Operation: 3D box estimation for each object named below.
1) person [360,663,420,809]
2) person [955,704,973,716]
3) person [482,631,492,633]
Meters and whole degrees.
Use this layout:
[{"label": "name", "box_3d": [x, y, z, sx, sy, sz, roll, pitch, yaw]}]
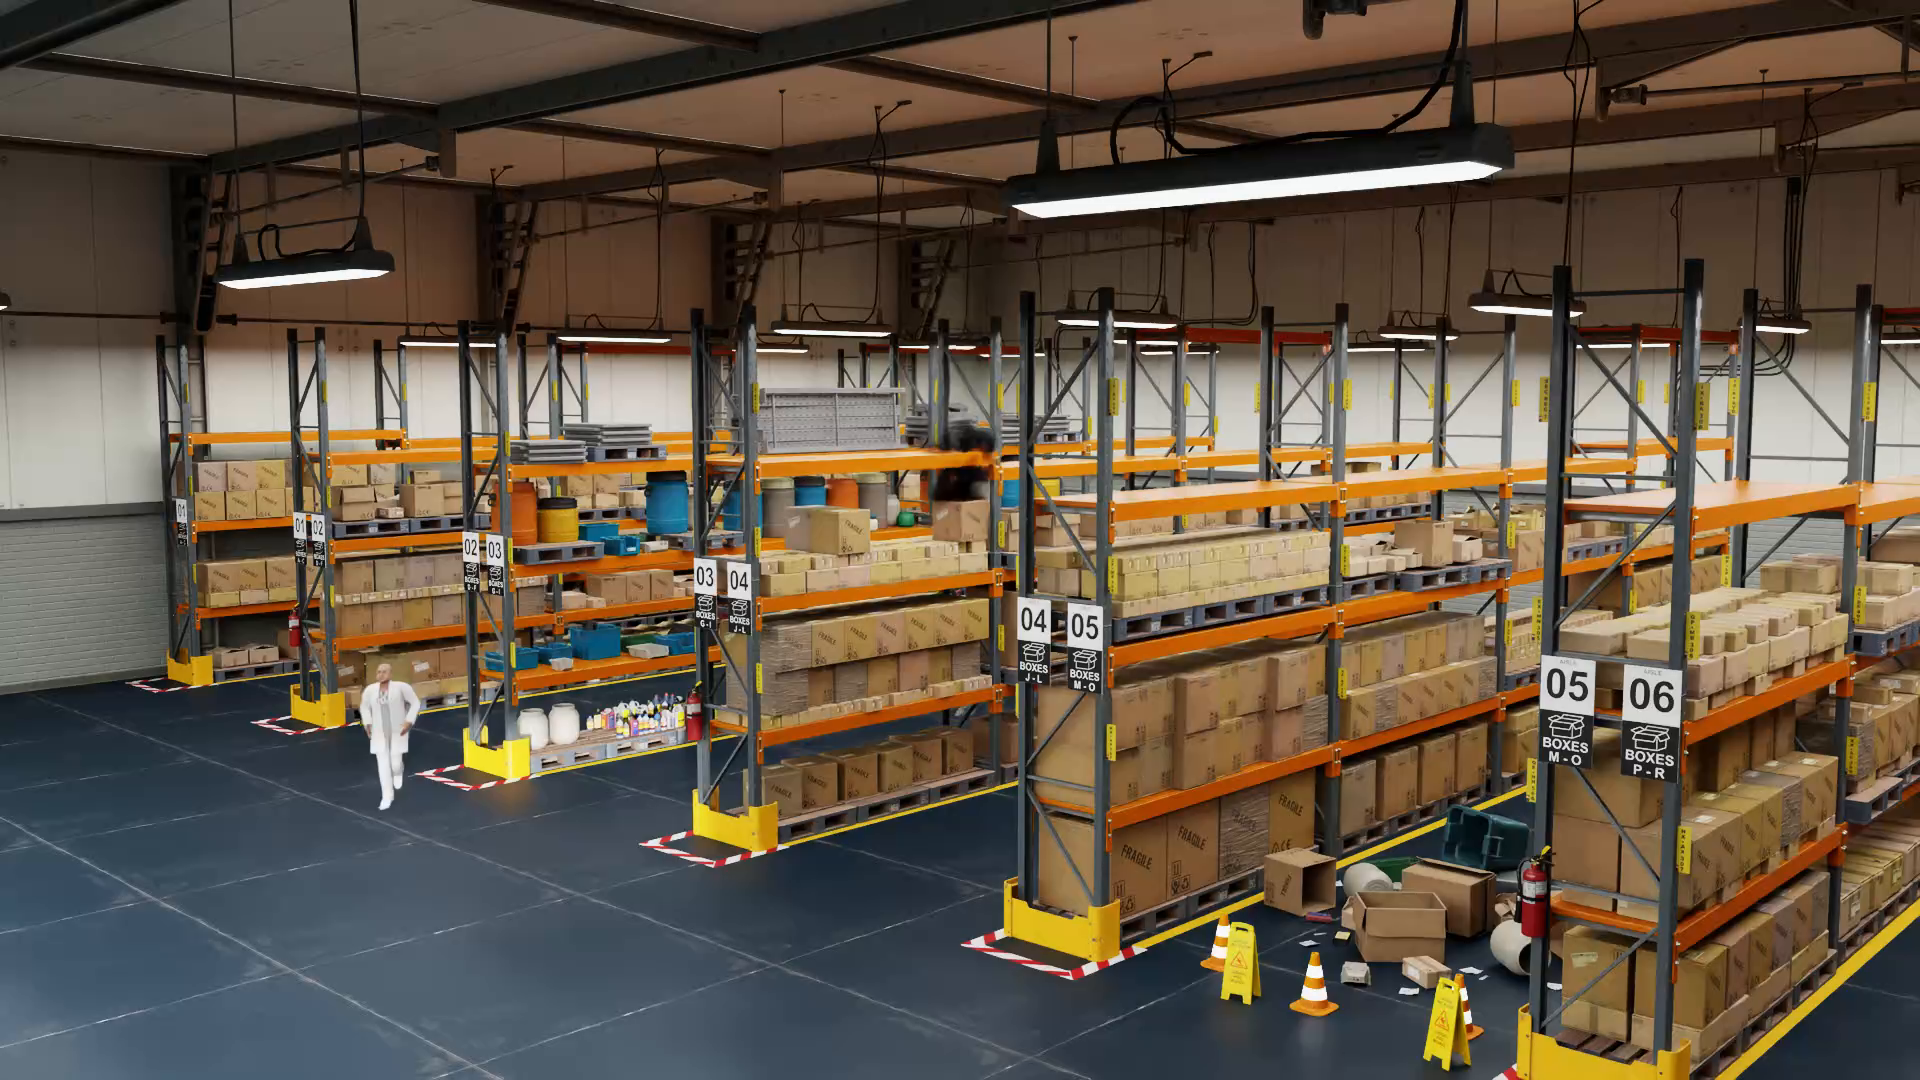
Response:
[{"label": "person", "box_3d": [-7.025, 2.380, 20.534, 0.719, 1.776, 0.730, -1, 5, -7]}, {"label": "person", "box_3d": [0.159, 1.761, 25.177, 0.573, 1.702, 0.875, 4, 7, 38]}, {"label": "person", "box_3d": [-8.506, 1.483, 29.998, 0.575, 1.685, 0.938, 4, 7, 37]}]
